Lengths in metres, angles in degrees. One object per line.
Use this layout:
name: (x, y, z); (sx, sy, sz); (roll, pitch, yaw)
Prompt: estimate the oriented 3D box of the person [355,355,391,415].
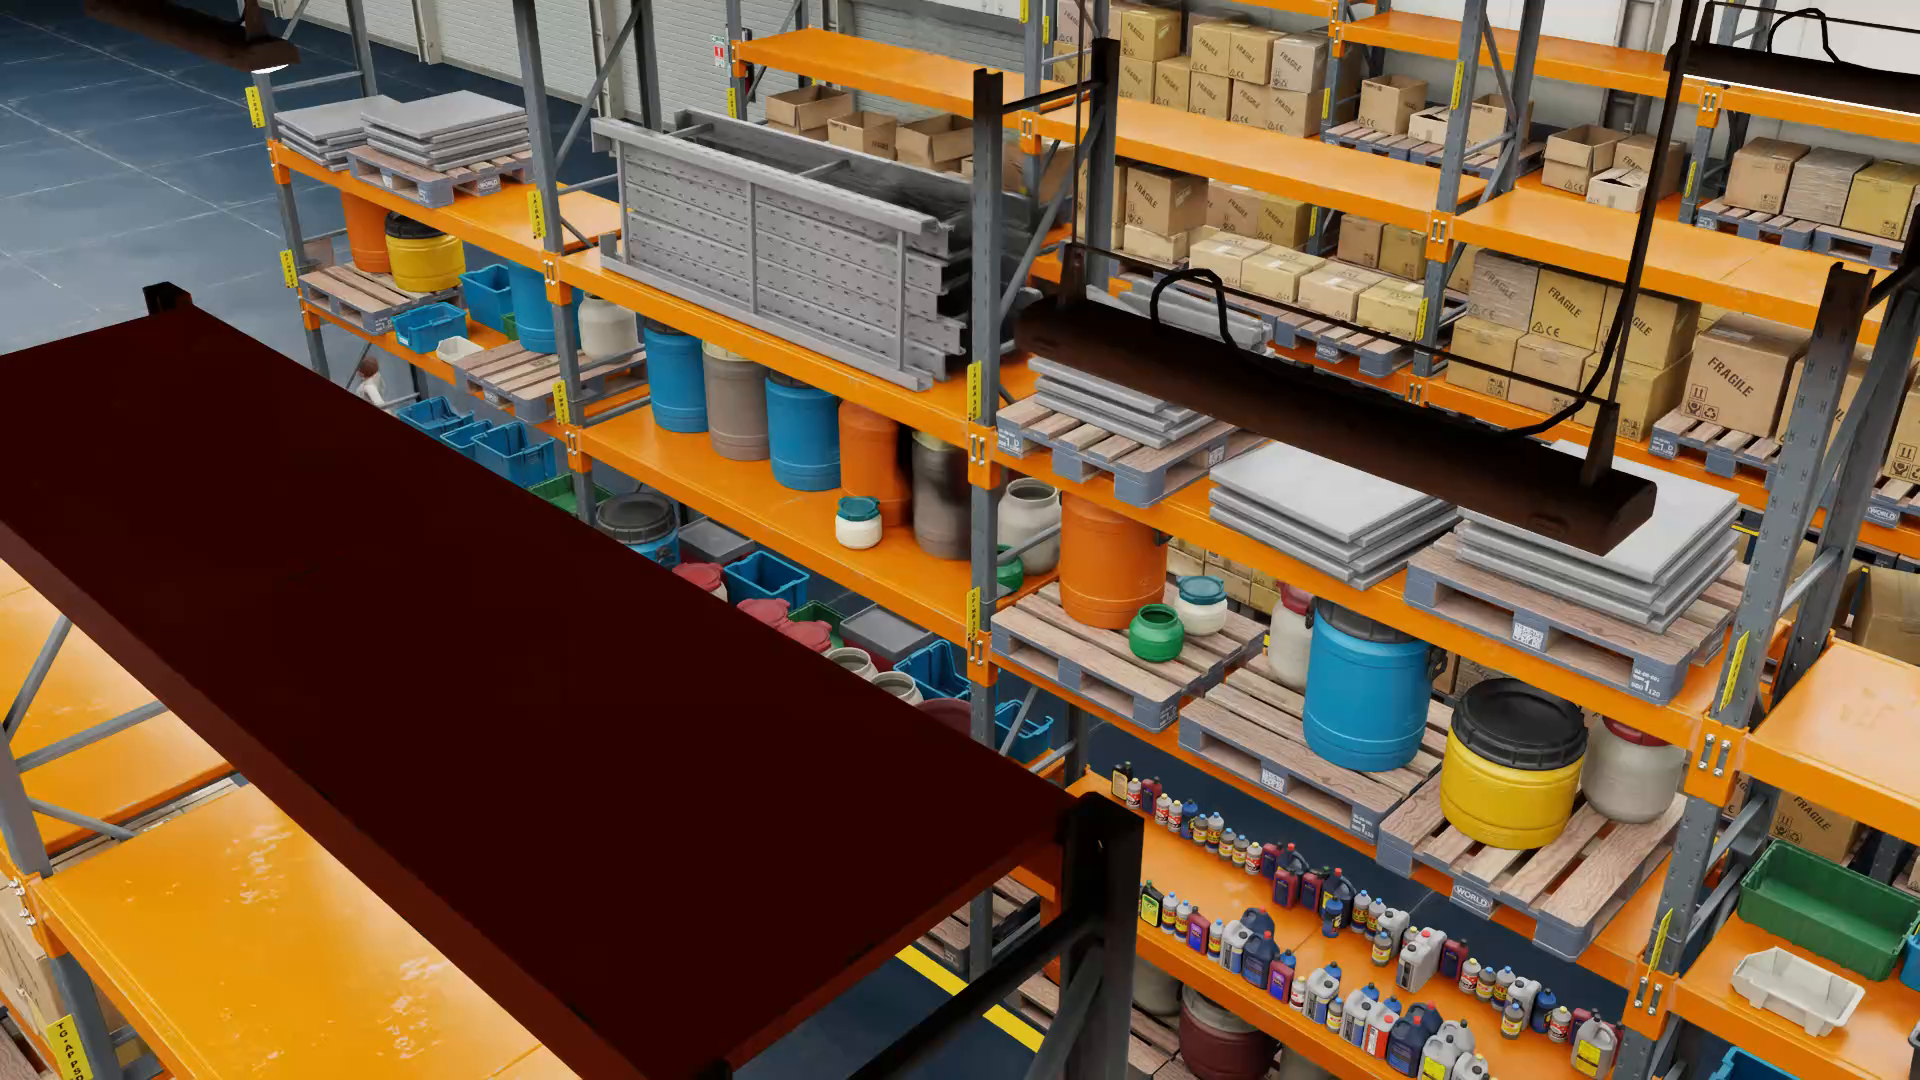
person: (-5.853, -1.157, 16.733); (0.750, 1.529, 0.598); (-5, 30, -9)
